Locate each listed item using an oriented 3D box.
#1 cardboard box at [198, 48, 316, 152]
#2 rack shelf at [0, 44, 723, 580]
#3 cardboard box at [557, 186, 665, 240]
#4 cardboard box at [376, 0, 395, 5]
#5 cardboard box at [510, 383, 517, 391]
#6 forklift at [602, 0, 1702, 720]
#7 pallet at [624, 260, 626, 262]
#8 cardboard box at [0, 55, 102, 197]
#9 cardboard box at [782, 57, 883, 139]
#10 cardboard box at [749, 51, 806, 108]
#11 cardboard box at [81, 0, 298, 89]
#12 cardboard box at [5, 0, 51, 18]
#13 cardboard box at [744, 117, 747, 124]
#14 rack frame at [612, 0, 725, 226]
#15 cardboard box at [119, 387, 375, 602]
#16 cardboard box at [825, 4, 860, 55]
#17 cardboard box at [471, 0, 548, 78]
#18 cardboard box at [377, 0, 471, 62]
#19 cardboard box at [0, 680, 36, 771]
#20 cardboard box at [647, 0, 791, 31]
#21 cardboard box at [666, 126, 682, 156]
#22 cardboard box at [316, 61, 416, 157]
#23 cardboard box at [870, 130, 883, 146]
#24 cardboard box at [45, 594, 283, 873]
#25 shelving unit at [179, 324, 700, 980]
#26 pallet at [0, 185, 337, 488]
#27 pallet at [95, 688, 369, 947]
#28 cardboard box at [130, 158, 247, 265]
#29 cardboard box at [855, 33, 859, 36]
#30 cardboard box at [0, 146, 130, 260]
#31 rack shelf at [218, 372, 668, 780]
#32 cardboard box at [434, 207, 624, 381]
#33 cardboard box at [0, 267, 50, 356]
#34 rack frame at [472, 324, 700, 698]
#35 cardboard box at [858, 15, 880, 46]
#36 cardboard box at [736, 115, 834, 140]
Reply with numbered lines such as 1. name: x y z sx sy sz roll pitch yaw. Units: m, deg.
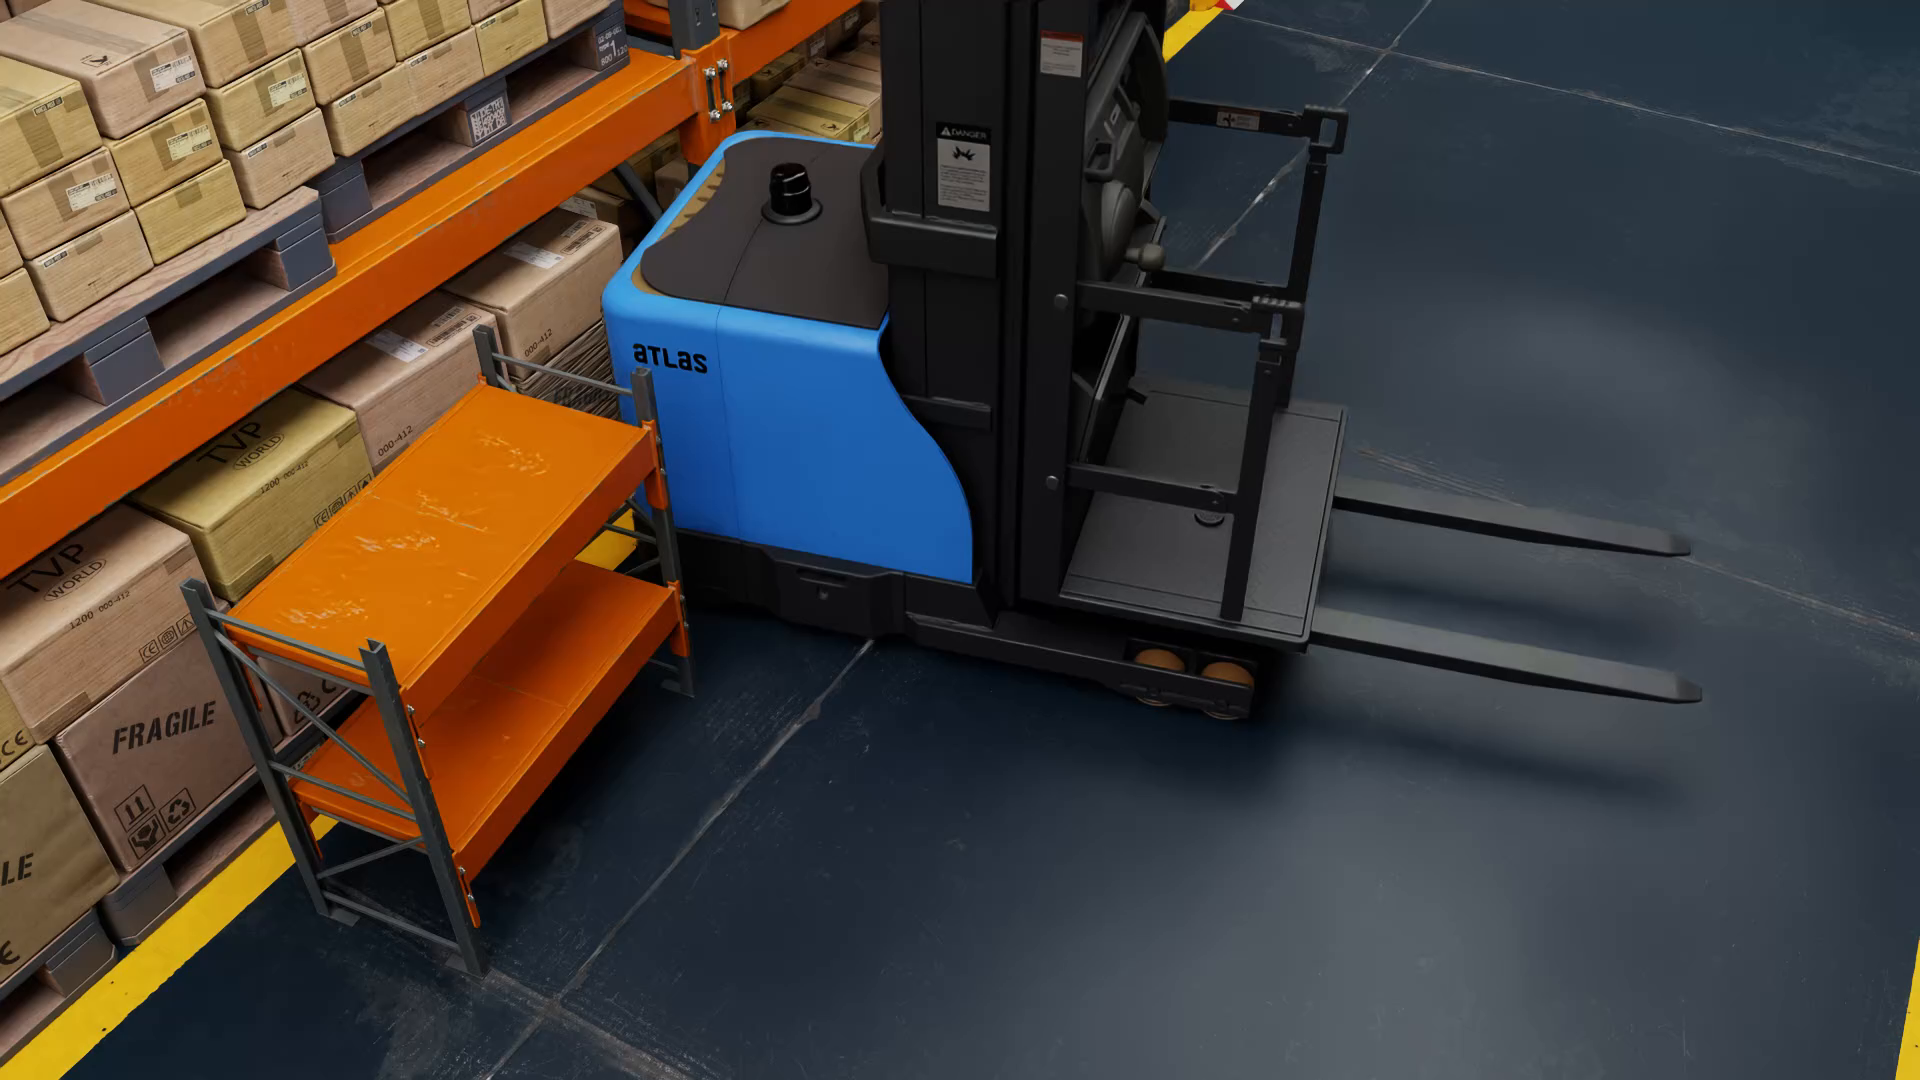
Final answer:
1. cardboard box: -1.725 -1.050 3.820 0.380 0.149 0.250 19 45 20
2. rack shelf: -2.176 -0.352 3.925 1.077 0.370 4.000 21 45 22
3. cardboard box: -1.293 -1.251 6.016 0.380 0.149 0.250 22 46 23
4. cardboard box: -1.472 -1.458 4.058 0.380 0.149 0.250 19 45 21
5. cardboard box: -1.585 -0.186 4.765 0.500 0.500 0.500 20 45 21
6. forklift: 0.608 -0.987 4.153 3.031 2.935 1.130 11 42 12
7. pallet: -0.870 -1.116 6.358 1.003 0.211 1.213 21 45 22
8. cardboard box: -1.993 -0.859 3.378 0.380 0.149 0.250 20 45 21
9. cardboard box: -0.440 -1.662 6.257 0.380 0.149 0.250 20 45 21
10. cardboard box: -0.813 -1.794 6.407 0.380 0.149 0.250 22 46 23
11. cardboard box: -1.729 -1.168 3.729 0.380 0.149 0.250 19 45 21
12. cardboard box: -2.290 -1.384 3.974 0.380 0.149 0.250 21 45 22
13. cardboard box: -0.839 -1.681 6.503 0.380 0.149 0.250 21 46 22
14. rack frame: -1.175 -1.767 4.987 1.000 3.000 0.127 21 45 22
15. cardboard box: -1.850 -0.161 4.169 0.500 0.250 0.500 19 45 20
16. cardboard box: -0.633 -2.138 6.797 0.380 0.149 0.250 19 45 21
17. cardboard box: -1.332 -1.388 4.429 0.380 0.149 0.250 21 46 22
18. cardboard box: -1.461 -1.357 4.168 0.380 0.149 0.250 23 46 24
19. cardboard box: -2.369 0.416 3.514 0.500 0.250 0.500 20 45 22
20. cardboard box: -0.750 -1.726 5.131 0.380 0.149 0.250 23 46 24
21. cardboard box: -1.129 -1.527 6.103 0.380 0.149 0.250 21 46 23
22. cardboard box: -1.584 -1.103 4.106 0.380 0.149 0.250 19 45 20
23. cardboard box: -0.440 -1.547 6.351 0.380 0.149 0.250 19 45 20
24. cardboard box: -2.101 0.398 4.102 0.500 0.500 0.500 20 45 21
25. shelving unit: -1.181 0.264 4.100 0.538 1.125 1.048 16 44 17
26. pallet: -2.222 -0.552 3.753 1.003 0.211 1.213 21 45 22
27. pallet: -2.173 0.426 4.606 1.003 0.211 1.213 21 45 22
28. cardboard box: -1.852 -0.791 3.751 0.380 0.149 0.250 23 46 24
29. cardboard box: -0.406 -2.118 7.000 0.380 0.149 0.250 23 46 24
30. cardboard box: -1.986 -0.756 3.486 0.380 0.149 0.250 23 46 24
31. rack shelf: -1.181 0.044 3.906 0.538 0.278 1.000 16 44 17
32. cardboard box: -1.329 -0.758 4.847 0.500 0.250 0.500 20 45 21
33. cardboard box: -2.116 -0.490 3.409 0.380 0.149 0.250 22 46 23
34. rack frame: -0.981 -0.045 4.450 0.500 1.125 0.032 16 44 17
35. cardboard box: -0.177 -1.964 6.600 0.380 0.149 0.250 19 45 20
36. cardboard box: -0.634 -1.344 5.896 0.380 0.149 0.250 23 46 24
